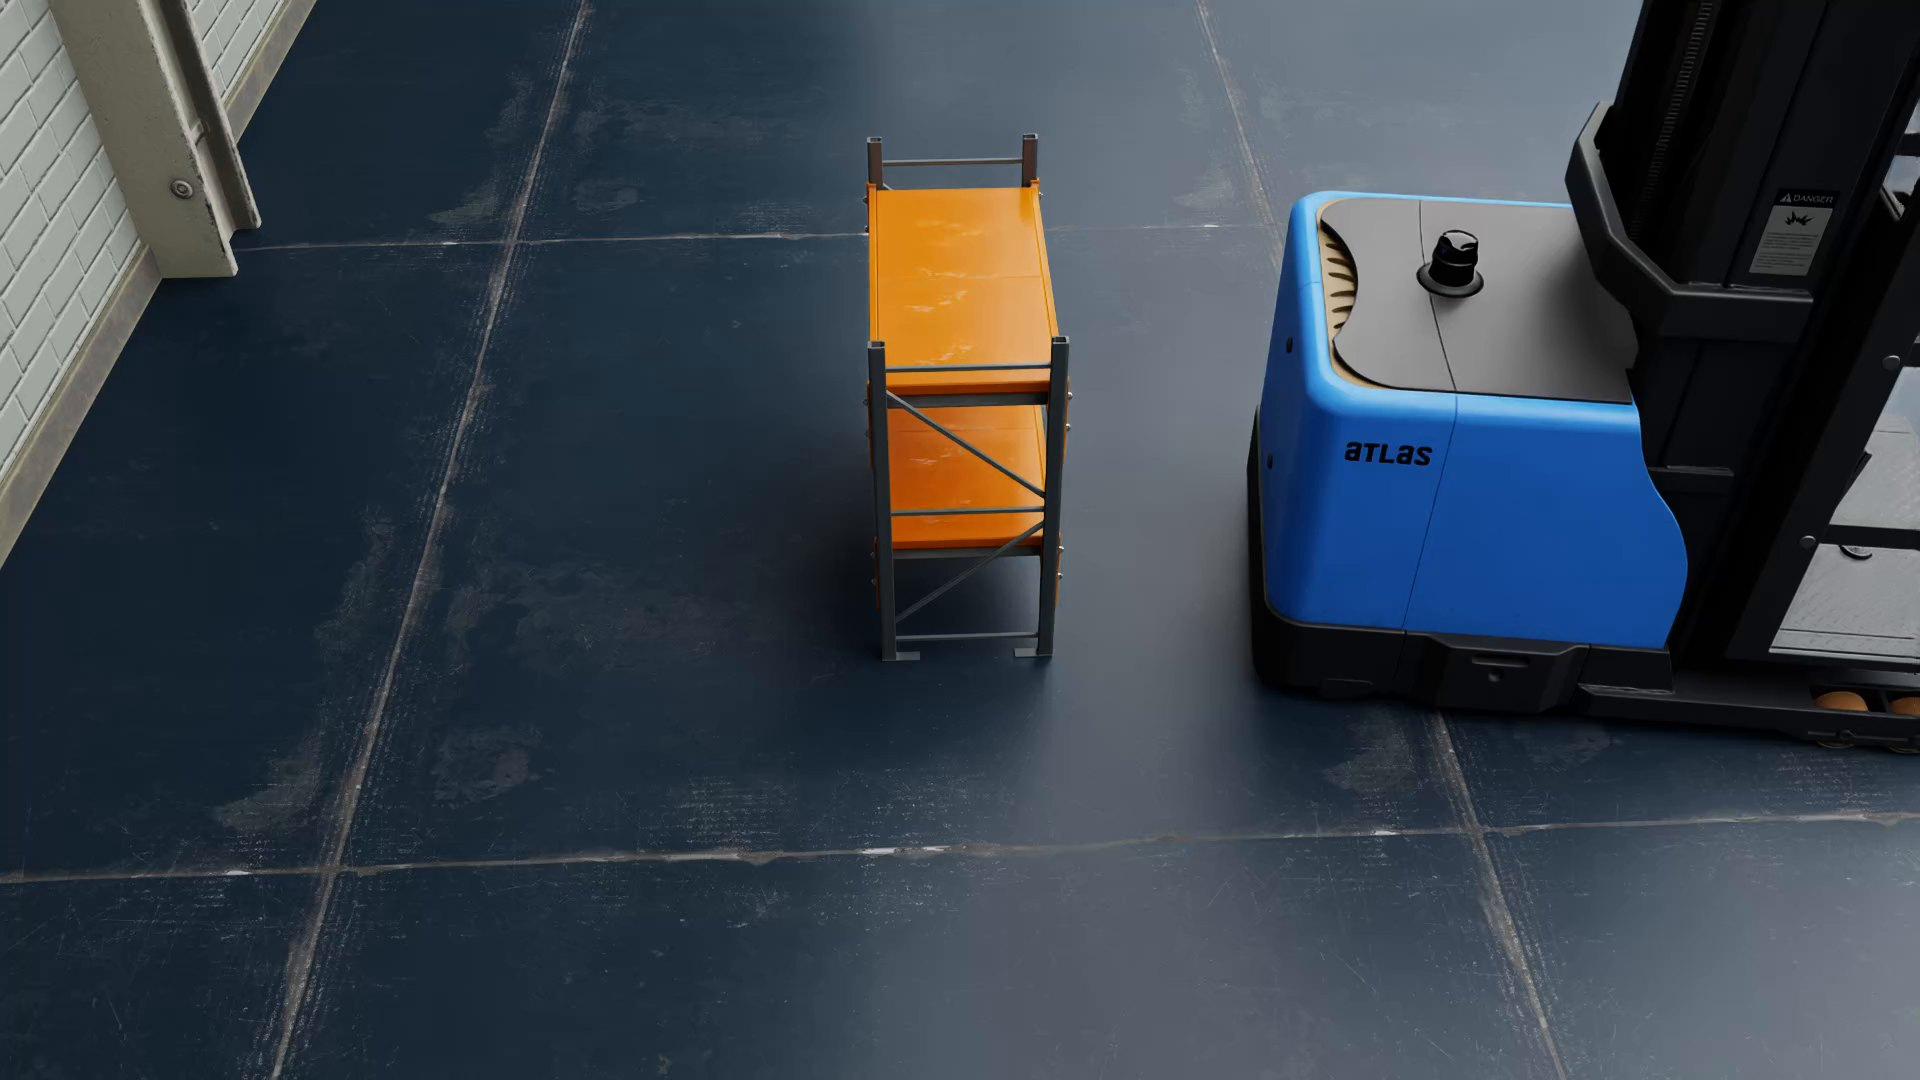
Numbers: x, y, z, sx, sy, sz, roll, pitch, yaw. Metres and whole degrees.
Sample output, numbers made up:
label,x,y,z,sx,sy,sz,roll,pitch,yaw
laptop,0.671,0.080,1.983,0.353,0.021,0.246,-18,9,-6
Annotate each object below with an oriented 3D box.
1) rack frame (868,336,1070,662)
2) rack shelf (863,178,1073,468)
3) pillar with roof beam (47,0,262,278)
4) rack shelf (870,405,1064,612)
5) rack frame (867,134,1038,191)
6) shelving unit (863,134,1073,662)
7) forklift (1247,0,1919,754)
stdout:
label,x,y,z,sx,sy,sz,roll,pitch,yaw
rack frame,0.021,-0.076,4.500,0.500,1.125,0.032,-2,43,-2
rack shelf,0.000,-0.635,4.677,0.538,0.278,1.000,-2,43,-2
pillar with roof beam,1.368,-4.577,3.584,9.100,9.000,0.400,-2,43,-2
rack shelf,0.000,-0.239,5.040,0.538,0.278,1.000,-2,43,-2
rack frame,-0.022,-0.762,5.249,0.500,1.125,0.032,-2,43,-2
shelving unit,0.000,-0.419,4.875,0.538,1.125,1.048,-2,43,-2
forklift,2.394,-0.869,4.029,3.031,2.935,1.130,4,43,4
